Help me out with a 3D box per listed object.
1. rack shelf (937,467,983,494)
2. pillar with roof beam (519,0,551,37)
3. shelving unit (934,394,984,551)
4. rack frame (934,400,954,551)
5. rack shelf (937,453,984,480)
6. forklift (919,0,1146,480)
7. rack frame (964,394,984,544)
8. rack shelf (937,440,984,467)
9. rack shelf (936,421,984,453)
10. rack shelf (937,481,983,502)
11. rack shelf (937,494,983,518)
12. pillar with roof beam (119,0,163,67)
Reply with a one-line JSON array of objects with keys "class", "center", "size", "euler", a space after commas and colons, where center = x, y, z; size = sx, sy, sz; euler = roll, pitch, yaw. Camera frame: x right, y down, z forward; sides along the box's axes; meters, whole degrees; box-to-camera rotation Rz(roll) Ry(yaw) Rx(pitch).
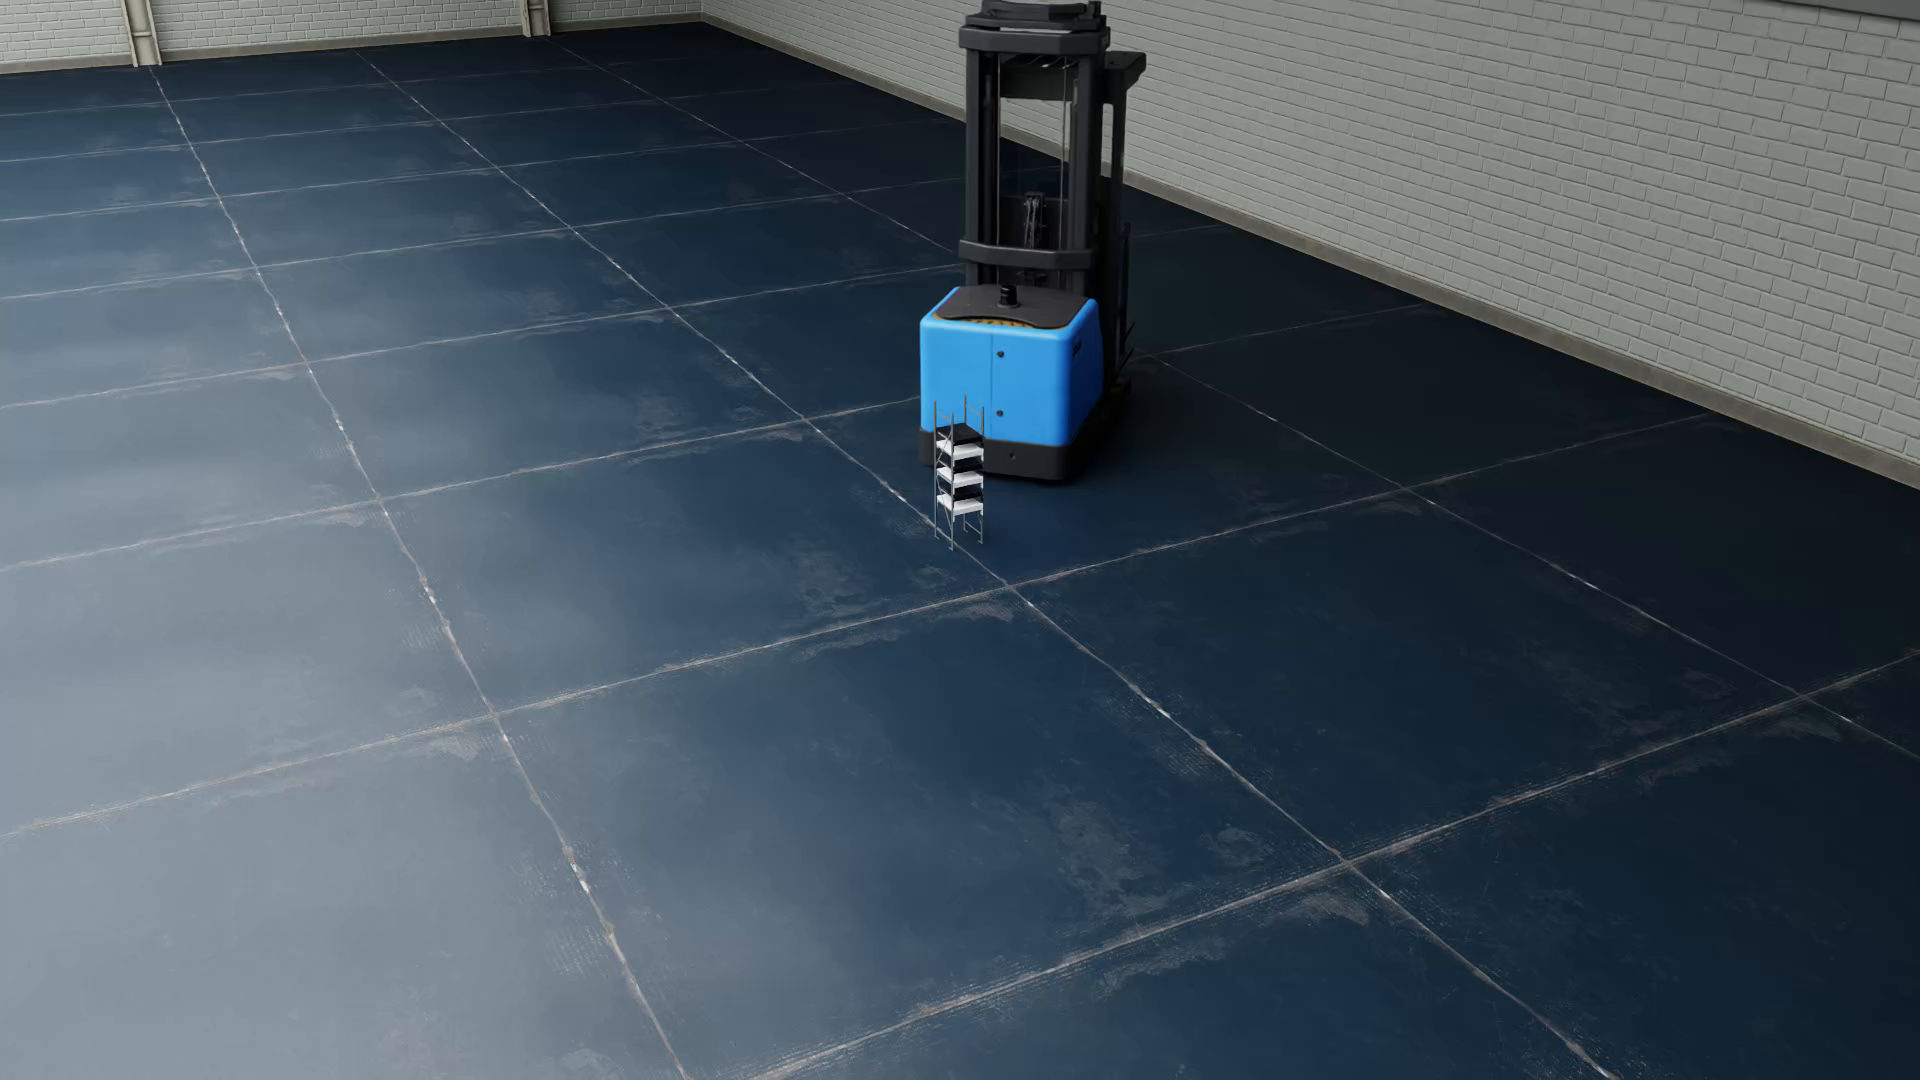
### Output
[{"class": "rack shelf", "center": [-0.007, -0.374, 10.066], "size": [0.200, 0.077, 0.258], "euler": [-13, 29, -25]}, {"class": "pillar with roof beam", "center": [-5.075, -10.893, 22.542], "size": [0.400, 9.000, 9.100], "euler": [-13, 29, -25]}, {"class": "shelving unit", "center": [-0.007, -0.404, 10.052], "size": [0.210, 0.900, 0.258], "euler": [-13, 29, -25]}, {"class": "rack frame", "center": [-0.097, -0.383, 10.009], "size": [0.006, 0.900, 0.240], "euler": [-13, 29, -25]}, {"class": "rack shelf", "center": [-0.007, -0.455, 10.027], "size": [0.200, 0.077, 0.258], "euler": [-13, 29, -25]}, {"class": "forklift", "center": [0.646, -2.328, 11.712], "size": [1.130, 2.935, 3.031], "euler": [8, 27, 15]}, {"class": "rack frame", "center": [0.083, -0.425, 10.095], "size": [0.006, 0.900, 0.240], "euler": [-13, 29, -25]}, {"class": "rack shelf", "center": [-0.007, -0.536, 9.988], "size": [0.200, 0.077, 0.258], "euler": [-13, 29, -25]}, {"class": "rack shelf", "center": [-0.007, -0.617, 9.949], "size": [0.200, 0.077, 0.258], "euler": [-13, 29, -25]}, {"class": "rack shelf", "center": [-0.007, -0.293, 10.105], "size": [0.200, 0.077, 0.258], "euler": [-13, 29, -25]}, {"class": "rack shelf", "center": [-0.007, -0.212, 10.144], "size": [0.200, 0.077, 0.258], "euler": [-13, 29, -25]}, {"class": "pillar with roof beam", "center": [-10.369, -9.671, 19.997], "size": [0.400, 9.000, 9.100], "euler": [-13, 29, -25]}]
